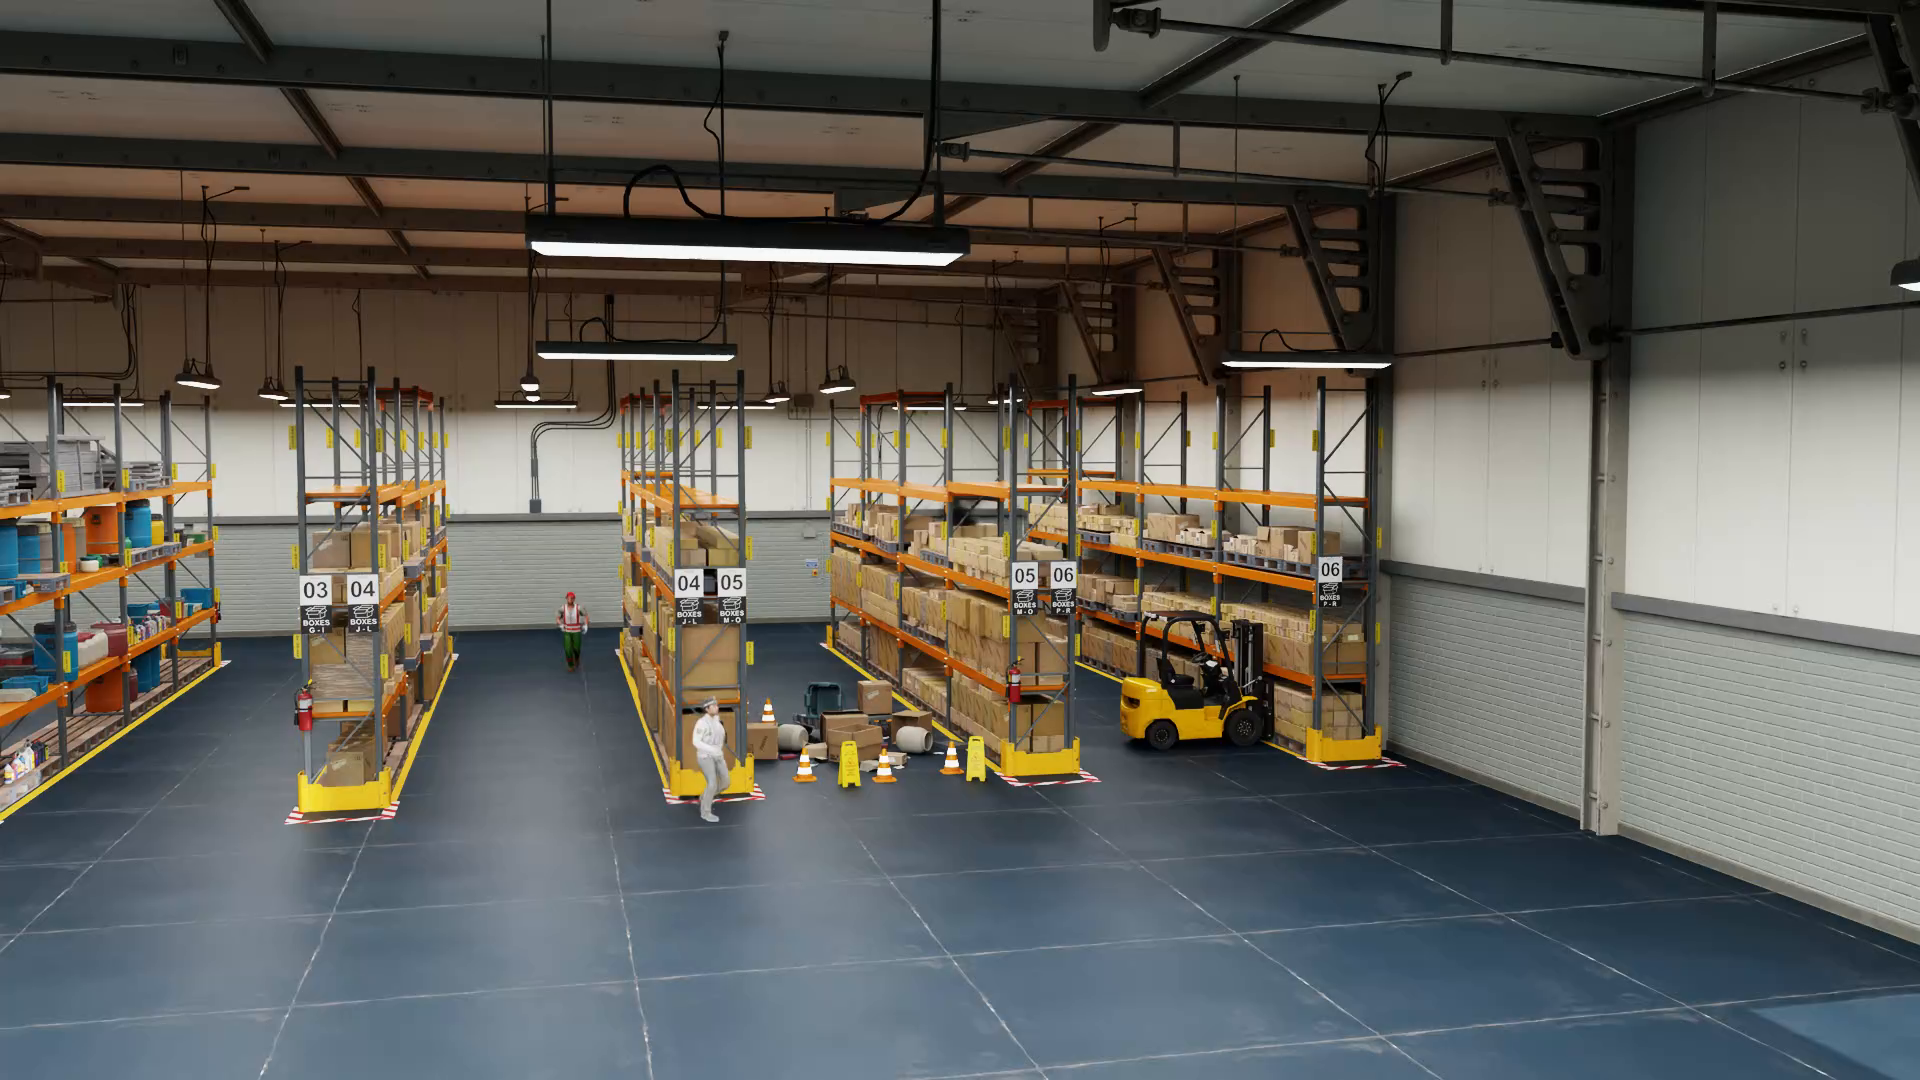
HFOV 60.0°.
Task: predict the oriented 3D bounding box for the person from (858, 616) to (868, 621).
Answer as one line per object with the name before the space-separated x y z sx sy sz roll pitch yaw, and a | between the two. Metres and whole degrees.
person | -2.339 1.718 41.627 0.565 1.595 0.595 1 4 23

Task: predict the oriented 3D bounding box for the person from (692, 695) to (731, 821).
person | -3.268 2.871 21.916 0.542 1.674 0.643 2 4 28

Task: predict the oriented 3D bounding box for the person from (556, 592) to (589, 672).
person | -8.380 1.987 35.943 0.695 1.739 0.615 -1 3 -11
